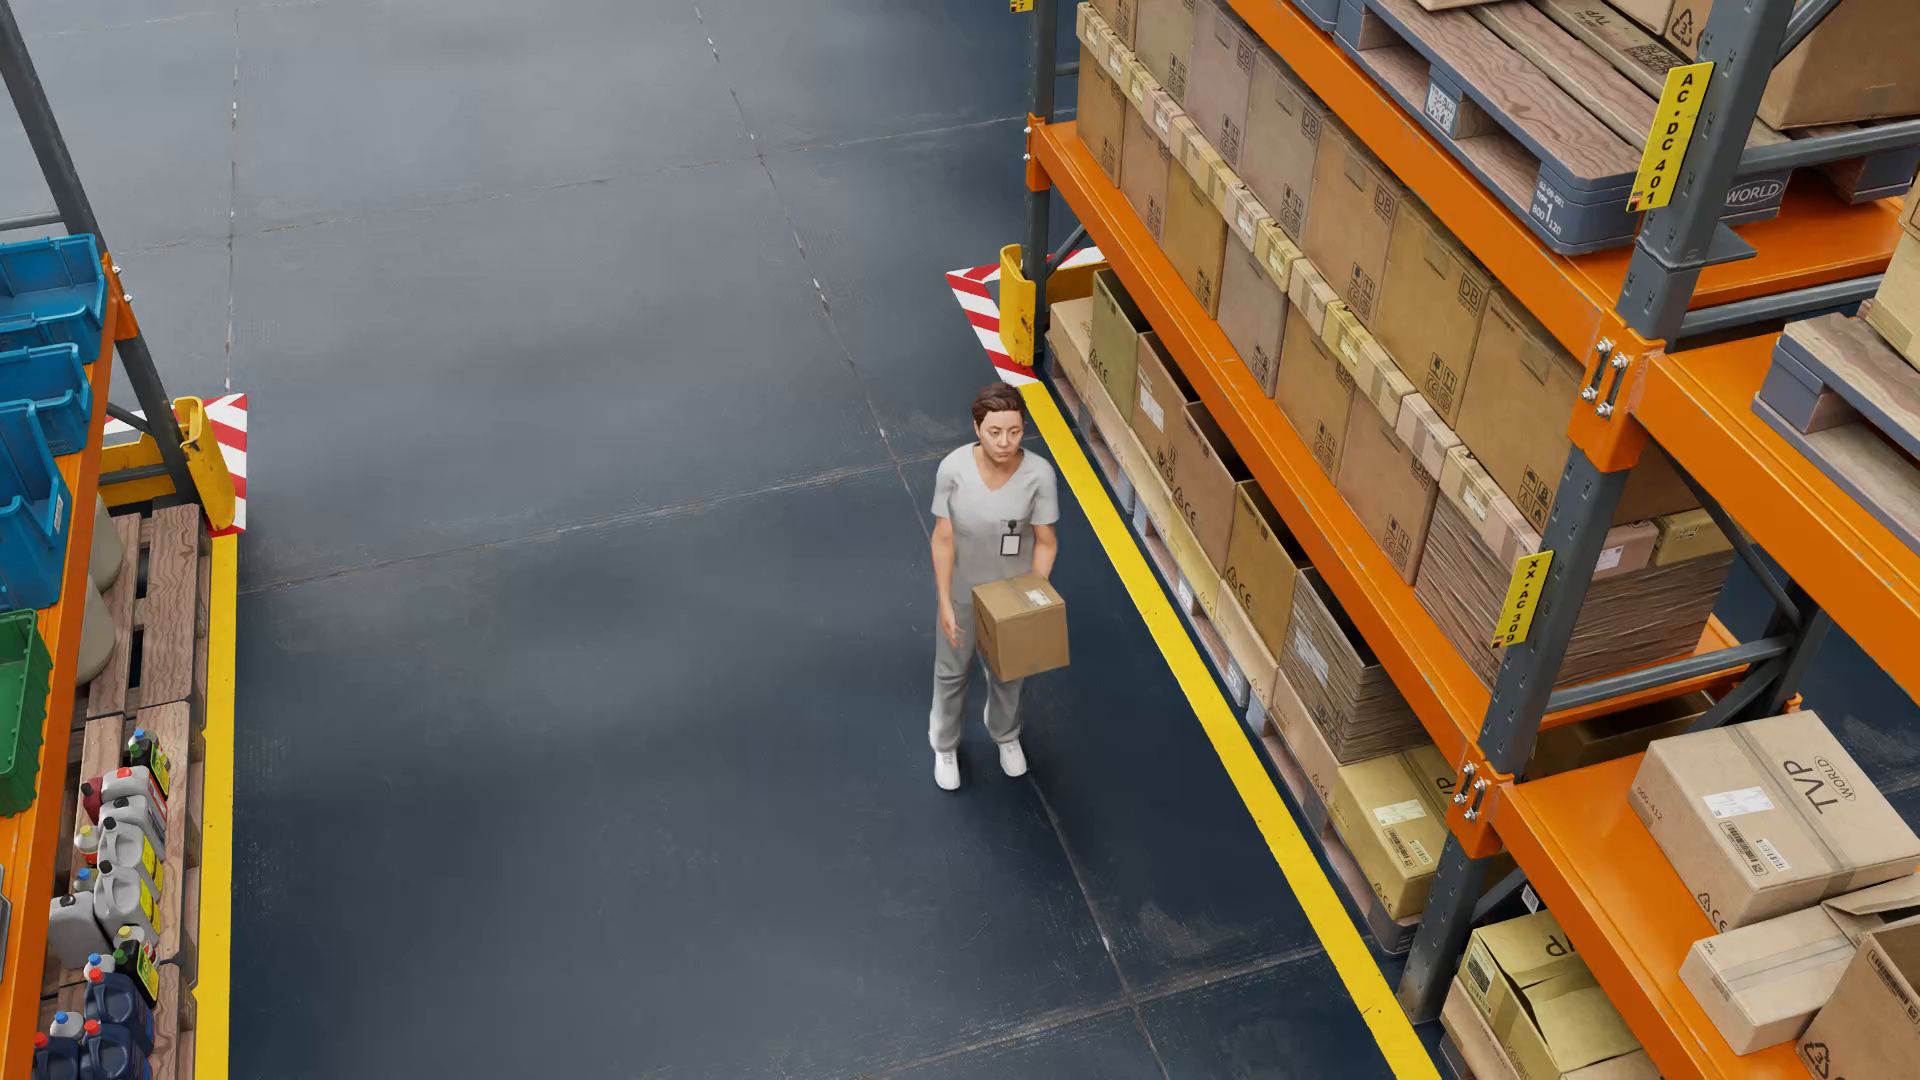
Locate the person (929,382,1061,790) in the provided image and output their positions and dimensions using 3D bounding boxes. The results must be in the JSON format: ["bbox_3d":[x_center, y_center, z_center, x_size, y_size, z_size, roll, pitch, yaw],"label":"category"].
[{"bbox_3d":[0.112,0.203,5.937,0.465,1.677,0.525,2,42,2],"label":"person"}]
